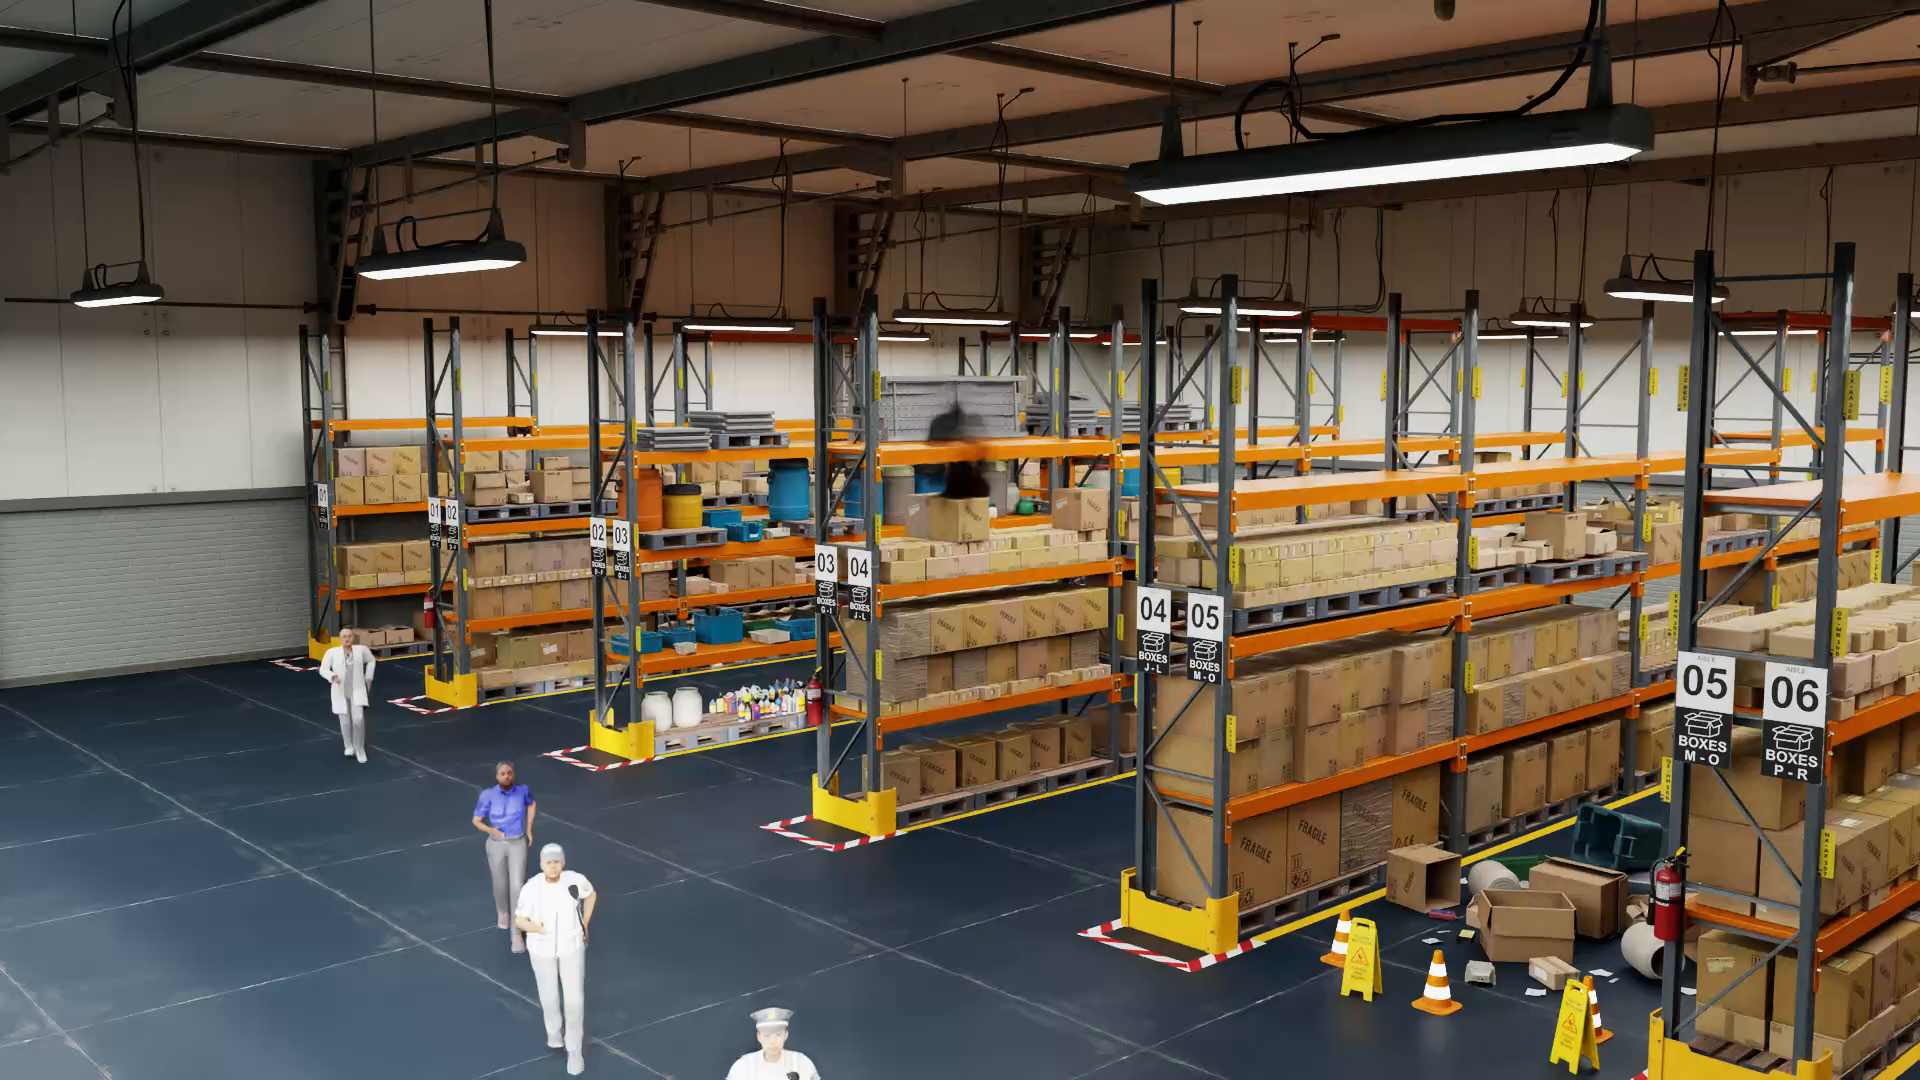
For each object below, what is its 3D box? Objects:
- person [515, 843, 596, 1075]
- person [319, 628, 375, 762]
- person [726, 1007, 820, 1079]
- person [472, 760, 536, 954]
[{"bbox_3d":[-3.012,3.103,12.421,0.583,1.725,0.746,-1,6,-11],"label":"person"},{"bbox_3d":[-8.125,2.070,22.092,0.695,1.813,0.799,-2,6,-18],"label":"person"},{"bbox_3d":[-1.049,3.412,9.362,0.626,1.653,0.555,-1,6,-8],"label":"person"},{"bbox_3d":[-4.129,2.829,15.112,0.567,1.680,0.837,-2,6,-16],"label":"person"}]
